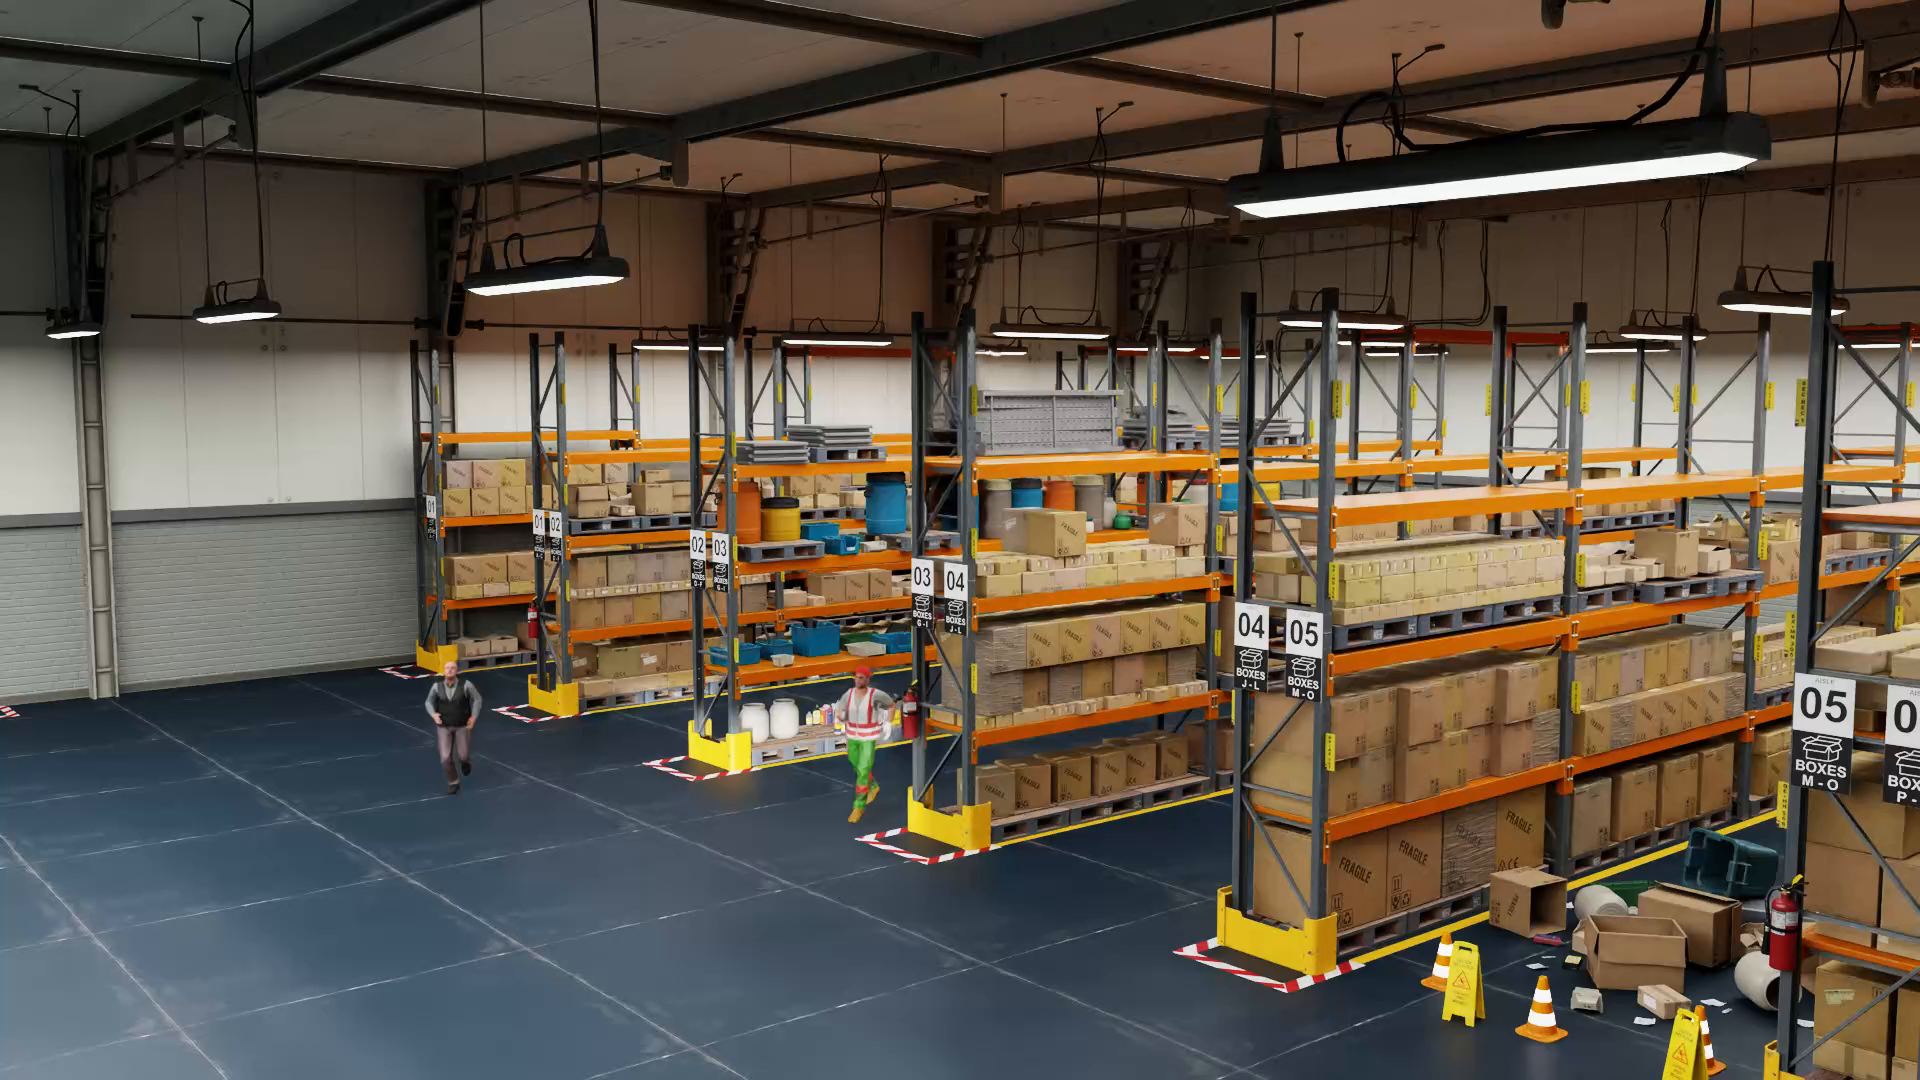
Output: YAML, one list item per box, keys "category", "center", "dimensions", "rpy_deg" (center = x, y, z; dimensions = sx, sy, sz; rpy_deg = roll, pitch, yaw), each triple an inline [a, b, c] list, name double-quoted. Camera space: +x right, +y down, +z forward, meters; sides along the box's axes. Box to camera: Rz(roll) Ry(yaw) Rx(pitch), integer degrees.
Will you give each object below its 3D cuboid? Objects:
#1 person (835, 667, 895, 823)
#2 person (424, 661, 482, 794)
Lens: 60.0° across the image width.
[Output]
- category: "person"
  center: [-1.176, 2.404, 19.972]
  dimensions: [0.673, 1.782, 0.987]
  rpy_deg: [2, 6, 24]
- category: "person"
  center: [-6.441, 2.378, 21.128]
  dimensions: [0.710, 1.687, 0.572]
  rpy_deg: [-1, 5, -11]
